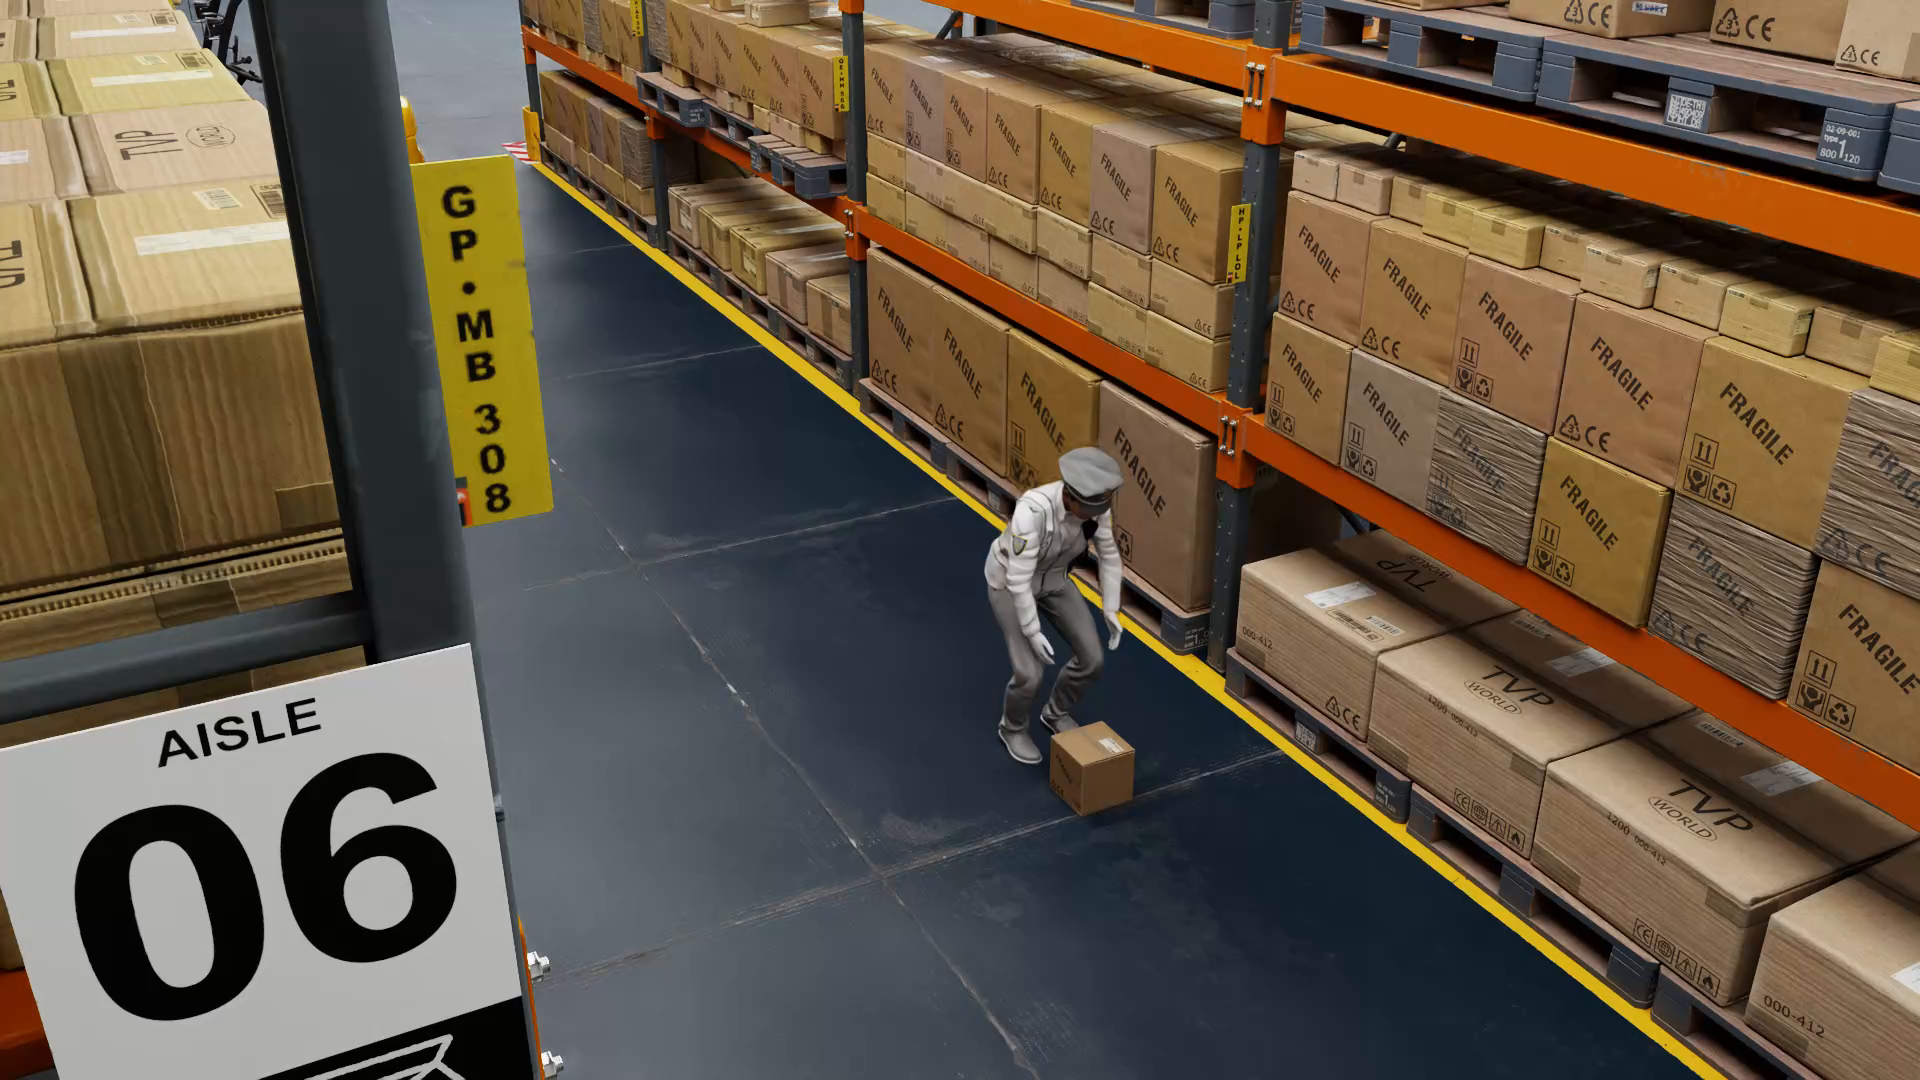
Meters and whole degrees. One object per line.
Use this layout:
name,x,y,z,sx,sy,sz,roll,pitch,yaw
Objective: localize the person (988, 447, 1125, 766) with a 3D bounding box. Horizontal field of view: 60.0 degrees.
person,0.408,0.248,6.878,0.534,1.430,0.656,-13,29,-25
